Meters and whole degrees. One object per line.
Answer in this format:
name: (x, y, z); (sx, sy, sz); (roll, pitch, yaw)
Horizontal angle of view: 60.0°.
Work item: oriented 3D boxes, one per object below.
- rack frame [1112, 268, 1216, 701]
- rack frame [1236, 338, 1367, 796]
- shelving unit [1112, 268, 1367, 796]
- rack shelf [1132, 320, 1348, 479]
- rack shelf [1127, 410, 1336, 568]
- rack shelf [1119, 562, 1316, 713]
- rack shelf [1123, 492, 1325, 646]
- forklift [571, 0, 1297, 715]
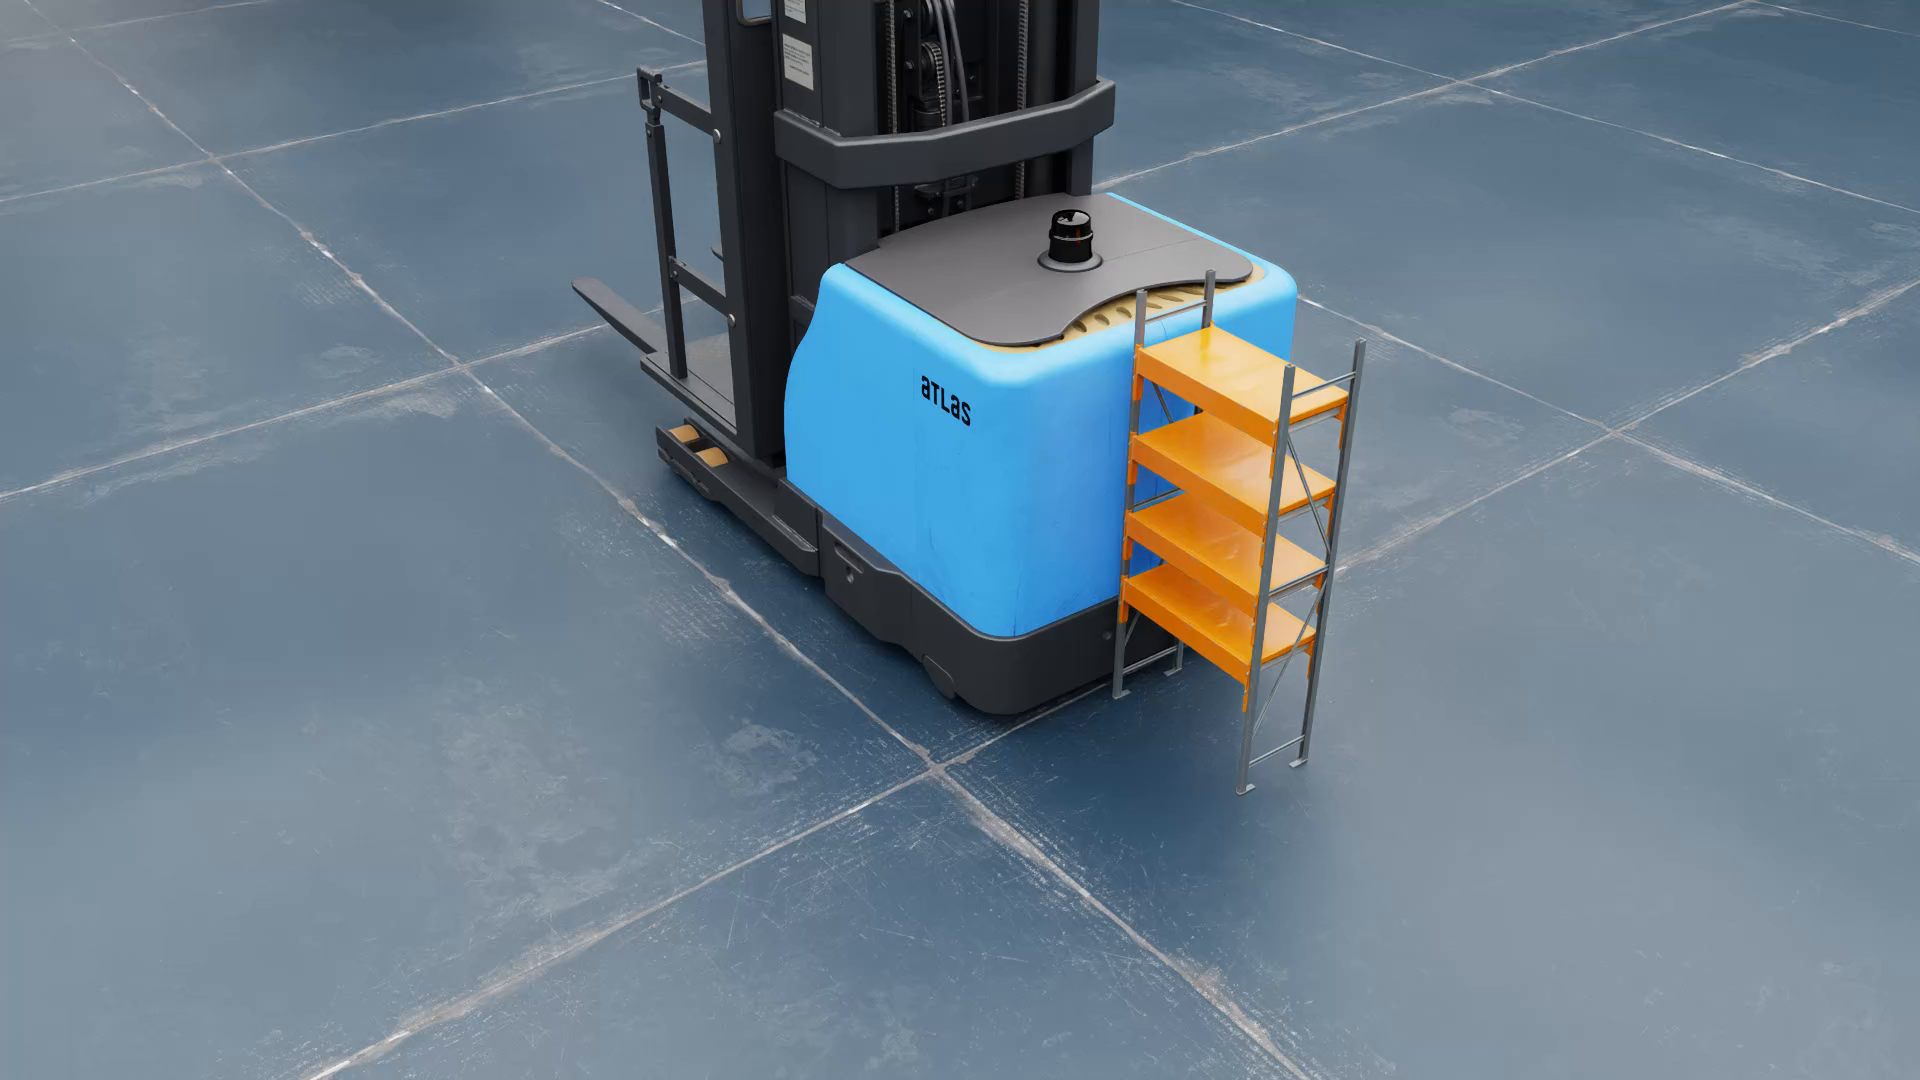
rack frame: (0.519, -0.111, 4.291); (0.240, 1.200, 0.015); (-21, 37, -29)
rack frame: (0.801, 0.099, 3.953); (0.240, 1.200, 0.015); (-21, 37, -29)
shelving unit: (0.660, -0.006, 4.122); (0.258, 1.200, 0.503); (-21, 37, -29)
rack shelf: (0.660, -0.340, 3.915); (0.258, 0.148, 0.480); (-21, 37, -29)
rack shelf: (0.660, -0.139, 4.039); (0.258, 0.148, 0.480); (-21, 37, -29)
rack shelf: (0.660, 0.220, 4.262); (0.258, 0.148, 0.480); (-21, 37, -29)
rack shelf: (0.660, 0.051, 4.157); (0.258, 0.148, 0.480); (-21, 37, -29)
forklift: (-0.360, -1.513, 4.908); (1.130, 2.935, 3.031); (-21, 37, -29)
